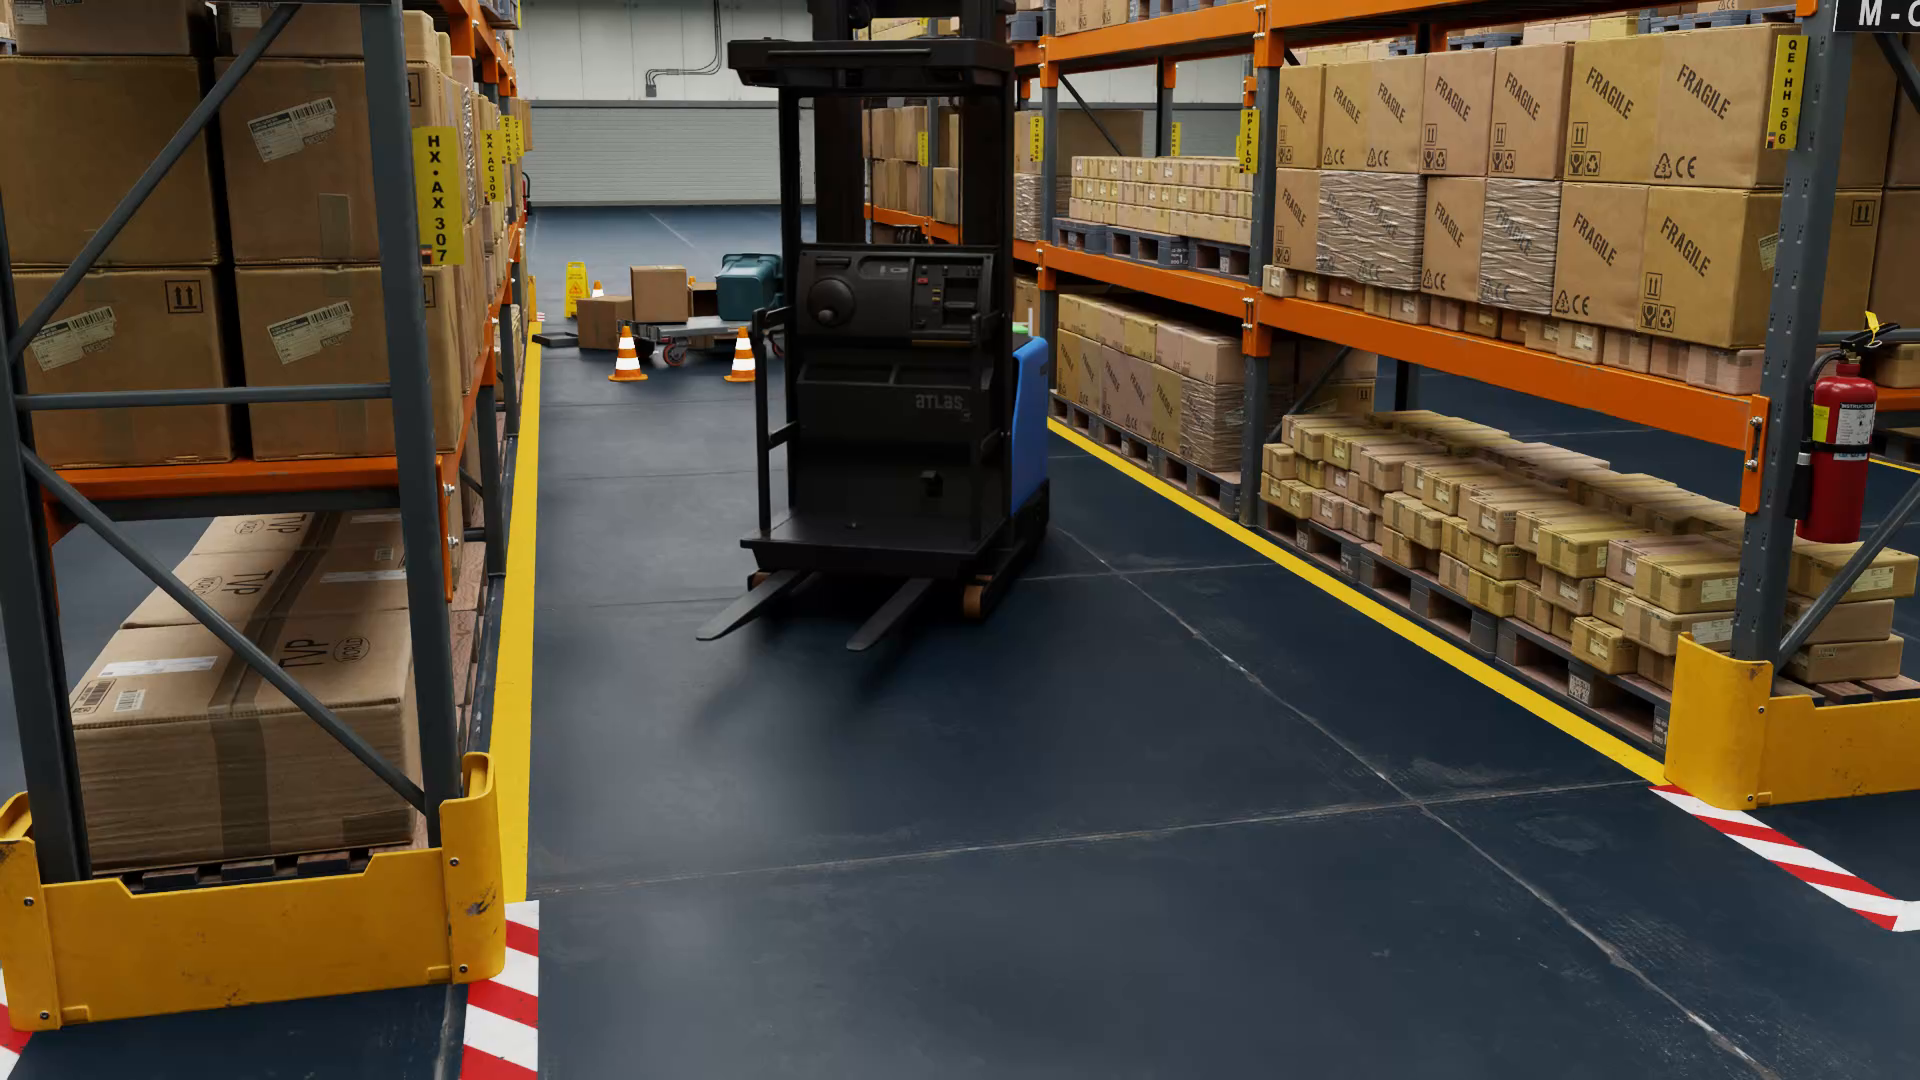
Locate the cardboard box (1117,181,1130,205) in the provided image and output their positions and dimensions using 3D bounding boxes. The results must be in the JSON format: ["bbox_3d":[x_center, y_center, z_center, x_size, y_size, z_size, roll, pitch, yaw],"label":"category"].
[{"bbox_3d":[1.283,-2.346,11.226,0.380,0.149,0.250,-3,14,-13],"label":"cardboard box"}]

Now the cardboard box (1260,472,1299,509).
[{"bbox_3d":[1.829,-0.276,8.859,0.380,0.149,0.250,-4,14,-16],"label":"cardboard box"}]

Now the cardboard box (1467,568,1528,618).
[{"bbox_3d":[2.340,0.204,6.894,0.380,0.149,0.250,-4,14,-16],"label":"cardboard box"}]

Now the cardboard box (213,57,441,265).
[{"bbox_3d":[-1.629,-0.998,4.373,0.500,0.500,0.500,-4,14,-14],"label":"cardboard box"}]

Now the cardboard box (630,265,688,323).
[{"bbox_3d":[-2.888,-2.365,15.958,0.500,0.500,0.500,-3,14,-13],"label":"cardboard box"}]

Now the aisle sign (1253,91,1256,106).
[{"bbox_3d":[3.776,-5.841,21.036,0.394,0.787,0.004,-3,14,-13],"label":"aisle sign"}]

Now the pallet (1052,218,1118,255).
[{"bbox_3d":[1.387,-2.230,12.139,1.213,0.211,1.003,-3,14,-13],"label":"pallet"}]

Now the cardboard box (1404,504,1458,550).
[{"bbox_3d":[2.202,-0.066,7.373,0.380,0.149,0.250,-3,14,-13],"label":"cardboard box"}]

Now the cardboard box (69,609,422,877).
[{"bbox_3d":[-2.045,0.557,4.840,0.875,0.438,0.875,-4,14,-15],"label":"cardboard box"}]

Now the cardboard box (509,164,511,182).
[{"bbox_3d":[-4.280,-3.408,14.836,0.500,0.500,0.500,-4,14,-14],"label":"cardboard box"}]

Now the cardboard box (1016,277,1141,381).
[{"bbox_3d":[1.061,-1.738,13.577,1.050,0.750,0.750,-3,14,-14],"label":"cardboard box"}]

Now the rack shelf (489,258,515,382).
[{"bbox_3d":[-3.202,-1.372,9.737,1.077,0.370,4.000,-3,14,-13],"label":"rack shelf"}]

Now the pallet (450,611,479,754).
[{"bbox_3d":[-2.340,0.557,6.204,1.003,0.211,1.213,-3,14,-13],"label":"pallet"}]

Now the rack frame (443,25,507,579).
[{"bbox_3d":[-2.732,-1.260,7.763,1.000,3.000,0.127,-3,14,-13],"label":"rack frame"}]

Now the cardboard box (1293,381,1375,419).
[{"bbox_3d":[2.140,-0.734,9.993,0.500,0.500,0.500,-3,14,-11],"label":"cardboard box"}]

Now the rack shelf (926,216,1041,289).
[{"bbox_3d":[0.646,-2.594,14.738,1.077,0.370,4.000,-3,14,-13],"label":"rack shelf"}]

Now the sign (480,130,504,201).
[{"bbox_3d":[-2.193,-1.750,7.779,0.100,0.325,0.005,-3,14,-13],"label":"sign"}]

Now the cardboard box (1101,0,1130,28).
[{"bbox_3d":[1.238,-3.611,10.855,0.500,0.500,0.500,-3,14,-13],"label":"cardboard box"}]

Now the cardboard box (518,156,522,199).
[{"bbox_3d":[-4.928,-3.880,17.650,0.500,0.500,0.500,-3,14,-13],"label":"cardboard box"}]

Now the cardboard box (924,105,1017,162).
[{"bbox_3d":[0.123,-4.089,16.752,0.875,0.550,0.550,-3,14,-13],"label":"cardboard box"}]

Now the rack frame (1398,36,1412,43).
[{"bbox_3d":[5.022,-6.572,16.866,1.000,3.000,0.127,-3,14,-13],"label":"rack frame"}]

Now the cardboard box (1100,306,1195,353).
[{"bbox_3d":[1.266,-1.431,11.267,0.500,0.250,0.500,-3,14,-13],"label":"cardboard box"}]

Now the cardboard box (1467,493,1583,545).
[{"bbox_3d":[2.320,-0.088,6.836,0.380,0.149,0.250,-3,14,-11],"label":"cardboard box"}]

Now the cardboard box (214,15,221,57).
[{"bbox_3d":[-2.316,-1.430,4.777,0.380,0.149,0.250,-3,14,-12],"label":"cardboard box"}]

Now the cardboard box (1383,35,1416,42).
[{"bbox_3d":[4.665,-5.294,17.433,0.380,0.149,0.250,-3,14,-11],"label":"cardboard box"}]

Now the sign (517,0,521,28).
[{"bbox_3d":[-5.006,-5.942,18.740,0.100,0.325,0.005,-3,14,-13],"label":"sign"}]

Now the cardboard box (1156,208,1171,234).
[{"bbox_3d":[1.461,-2.022,10.527,0.380,0.149,0.250,-3,14,-11],"label":"cardboard box"}]

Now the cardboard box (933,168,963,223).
[{"bbox_3d":[0.039,-3.317,15.972,0.500,0.500,0.500,-3,14,-13],"label":"cardboard box"}]

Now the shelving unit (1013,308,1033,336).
[{"bbox_3d":[0.220,-0.727,9.375,0.258,1.200,0.503,-3,14,-13],"label":"shelving unit"}]

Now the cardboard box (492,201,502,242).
[{"bbox_3d":[-2.804,-1.783,9.169,0.500,0.250,0.500,-3,14,-12],"label":"cardboard box"}]

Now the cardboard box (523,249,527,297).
[{"bbox_3d":[-4.745,-2.731,17.116,0.500,0.500,0.500,-3,14,-10],"label":"cardboard box"}]

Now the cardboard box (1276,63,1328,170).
[{"bbox_3d":[1.925,-2.120,8.340,0.500,0.500,0.500,-3,14,-12],"label":"cardboard box"}]

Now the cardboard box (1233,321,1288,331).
[{"bbox_3d":[2.011,-1.221,10.406,0.500,0.250,0.500,-3,14,-12],"label":"cardboard box"}]

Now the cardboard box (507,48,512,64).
[{"bbox_3d":[-4.663,-4.828,16.578,0.380,0.149,0.250,-4,14,-14],"label":"cardboard box"}]

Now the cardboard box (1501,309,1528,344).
[{"bbox_3d":[2.427,-0.876,6.720,0.380,0.149,0.250,-4,14,-16],"label":"cardboard box"}]

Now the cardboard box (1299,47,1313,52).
[{"bbox_3d":[4.195,-5.780,19.421,0.380,0.149,0.250,-4,14,-16],"label":"cardboard box"}]

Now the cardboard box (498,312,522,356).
[{"bbox_3d":[-4.313,-1.746,14.406,0.950,0.372,0.625,-2,14,-10],"label":"cardboard box"}]

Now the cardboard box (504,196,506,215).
[{"bbox_3d":[-3.665,-2.547,12.677,0.380,0.149,0.250,-3,14,-13],"label":"cardboard box"}]

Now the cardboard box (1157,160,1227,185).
[{"bbox_3d":[1.466,-2.312,10.462,0.380,0.149,0.250,-4,14,-16],"label":"cardboard box"}]

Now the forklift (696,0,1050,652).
[{"bbox_3d":[-0.351,-1.158,7.491,1.130,2.935,3.031,3,14,13],"label":"forklift"}]

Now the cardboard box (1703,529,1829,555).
[{"bbox_3d":[3.021,0.059,6.233,0.380,0.149,0.250,-3,14,-12],"label":"cardboard box"}]

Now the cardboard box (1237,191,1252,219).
[{"bbox_3d":[1.770,-1.866,9.263,0.380,0.149,0.250,-3,14,-11],"label":"cardboard box"}]

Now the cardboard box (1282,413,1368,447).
[{"bbox_3d":[1.935,-0.576,8.833,0.380,0.149,0.250,-3,14,-11],"label":"cardboard box"}]

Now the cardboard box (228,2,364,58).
[{"bbox_3d":[-1.607,-1.284,4.177,0.380,0.149,0.250,-3,14,-12],"label":"cardboard box"}]

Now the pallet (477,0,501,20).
[{"bbox_3d":[-3.203,-3.144,9.555,1.003,0.211,1.213,-3,14,-11],"label":"pallet"}]

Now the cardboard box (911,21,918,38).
[{"bbox_3d":[-0.279,-5.116,16.663,0.380,0.149,0.250,-3,14,-12],"label":"cardboard box"}]

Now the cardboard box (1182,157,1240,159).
[{"bbox_3d":[1.795,-2.647,11.831,0.380,0.149,0.250,-3,14,-11],"label":"cardboard box"}]

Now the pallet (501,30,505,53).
[{"bbox_3d":[-4.570,-4.323,14.376,1.213,0.211,1.003,-3,14,-13],"label":"pallet"}]

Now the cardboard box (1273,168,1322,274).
[{"bbox_3d":[1.927,-1.624,8.415,0.500,0.500,0.500,-4,14,-14],"label":"cardboard box"}]

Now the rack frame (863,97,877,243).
[{"bbox_3d":[-0.763,-4.327,20.319,1.000,3.000,0.127,-3,14,-13],"label":"rack frame"}]

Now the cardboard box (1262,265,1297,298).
[{"bbox_3d":[1.804,-1.353,8.675,0.380,0.149,0.250,-3,14,-11],"label":"cardboard box"}]

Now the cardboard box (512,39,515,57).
[{"bbox_3d":[-5.168,-5.454,18.299,0.500,0.250,0.500,-3,14,-14],"label":"cardboard box"}]

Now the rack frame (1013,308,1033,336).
[{"bbox_3d":[0.277,-0.671,9.145,0.240,1.200,0.015,-3,14,-13],"label":"rack frame"}]

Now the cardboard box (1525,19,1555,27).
[{"bbox_3d":[5.374,-4.812,14.720,0.500,0.500,0.500,-3,14,-12],"label":"cardboard box"}]

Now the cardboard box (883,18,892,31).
[{"bbox_3d":[-0.542,-5.634,17.940,0.500,0.250,0.500,-3,14,-13],"label":"cardboard box"}]

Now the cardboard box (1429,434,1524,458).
[{"bbox_3d":[2.541,-0.421,8.200,0.380,0.149,0.250,-3,14,-11],"label":"cardboard box"}]

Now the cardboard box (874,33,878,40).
[{"bbox_3d":[-0.756,-5.585,18.580,0.380,0.149,0.250,-3,14,-13],"label":"cardboard box"}]

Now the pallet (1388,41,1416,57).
[{"bbox_3d":[5.063,-4.875,16.637,1.213,0.211,1.003,-3,14,-13],"label":"pallet"}]

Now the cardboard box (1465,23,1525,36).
[{"bbox_3d":[5.258,-5.038,15.804,0.797,0.503,0.637,-3,14,-11],"label":"cardboard box"}]
